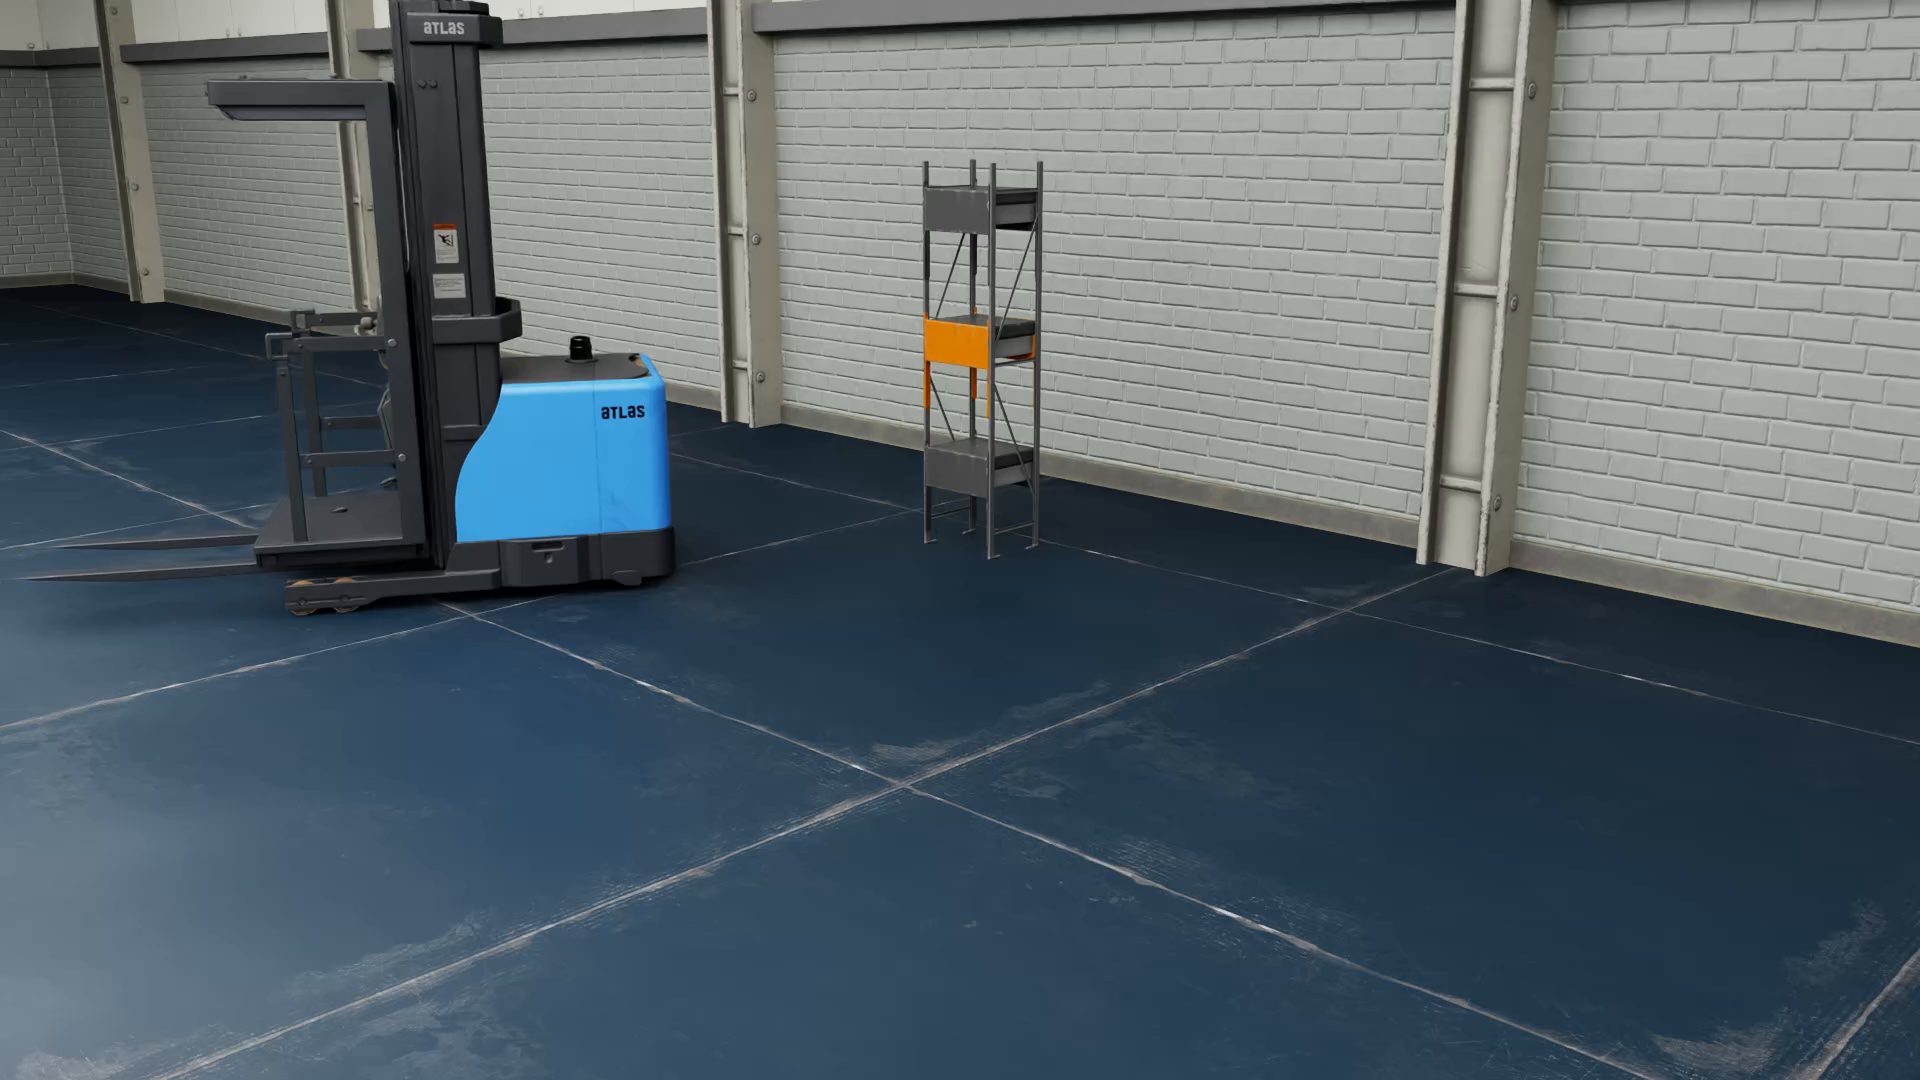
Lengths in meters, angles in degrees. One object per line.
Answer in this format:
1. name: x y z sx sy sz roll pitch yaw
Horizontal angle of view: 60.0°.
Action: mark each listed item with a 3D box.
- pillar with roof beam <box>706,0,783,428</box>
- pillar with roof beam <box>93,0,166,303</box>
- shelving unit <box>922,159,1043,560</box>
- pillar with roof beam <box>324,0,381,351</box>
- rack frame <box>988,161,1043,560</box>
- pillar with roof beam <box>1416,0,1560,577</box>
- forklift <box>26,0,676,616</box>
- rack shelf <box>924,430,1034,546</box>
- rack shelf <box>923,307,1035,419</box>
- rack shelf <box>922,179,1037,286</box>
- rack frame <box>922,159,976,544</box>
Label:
1. pillar with roof beam: -4.604 -4.493 8.830 0.400 9.000 9.100 14 20 42
2. pillar with roof beam: -13.242 -6.594 16.890 0.400 9.000 9.100 14 20 42
3. shelving unit: 0.119 -0.987 9.056 0.503 2.100 0.431 14 20 42
4. pillar with roof beam: -8.923 -5.544 12.860 0.400 9.000 9.100 14 20 42
5. rack frame: 0.295 -0.944 8.892 0.015 2.100 0.400 14 20 42
6. pillar with roof beam: -0.285 -3.443 4.800 0.400 9.000 9.100 14 20 42
7. forklift: -3.035 -1.201 8.228 3.031 2.935 1.130 -4 15 -15
8. rack shelf: 0.119 -0.297 9.236 0.480 0.518 0.431 14 20 42
9. rack shelf: 0.119 -0.974 9.060 0.480 0.518 0.431 14 20 42
10. rack shelf: 0.119 -1.651 8.883 0.480 0.518 0.431 14 20 42
11. rack frame: -0.056 -1.030 9.220 0.015 2.100 0.400 14 20 42
